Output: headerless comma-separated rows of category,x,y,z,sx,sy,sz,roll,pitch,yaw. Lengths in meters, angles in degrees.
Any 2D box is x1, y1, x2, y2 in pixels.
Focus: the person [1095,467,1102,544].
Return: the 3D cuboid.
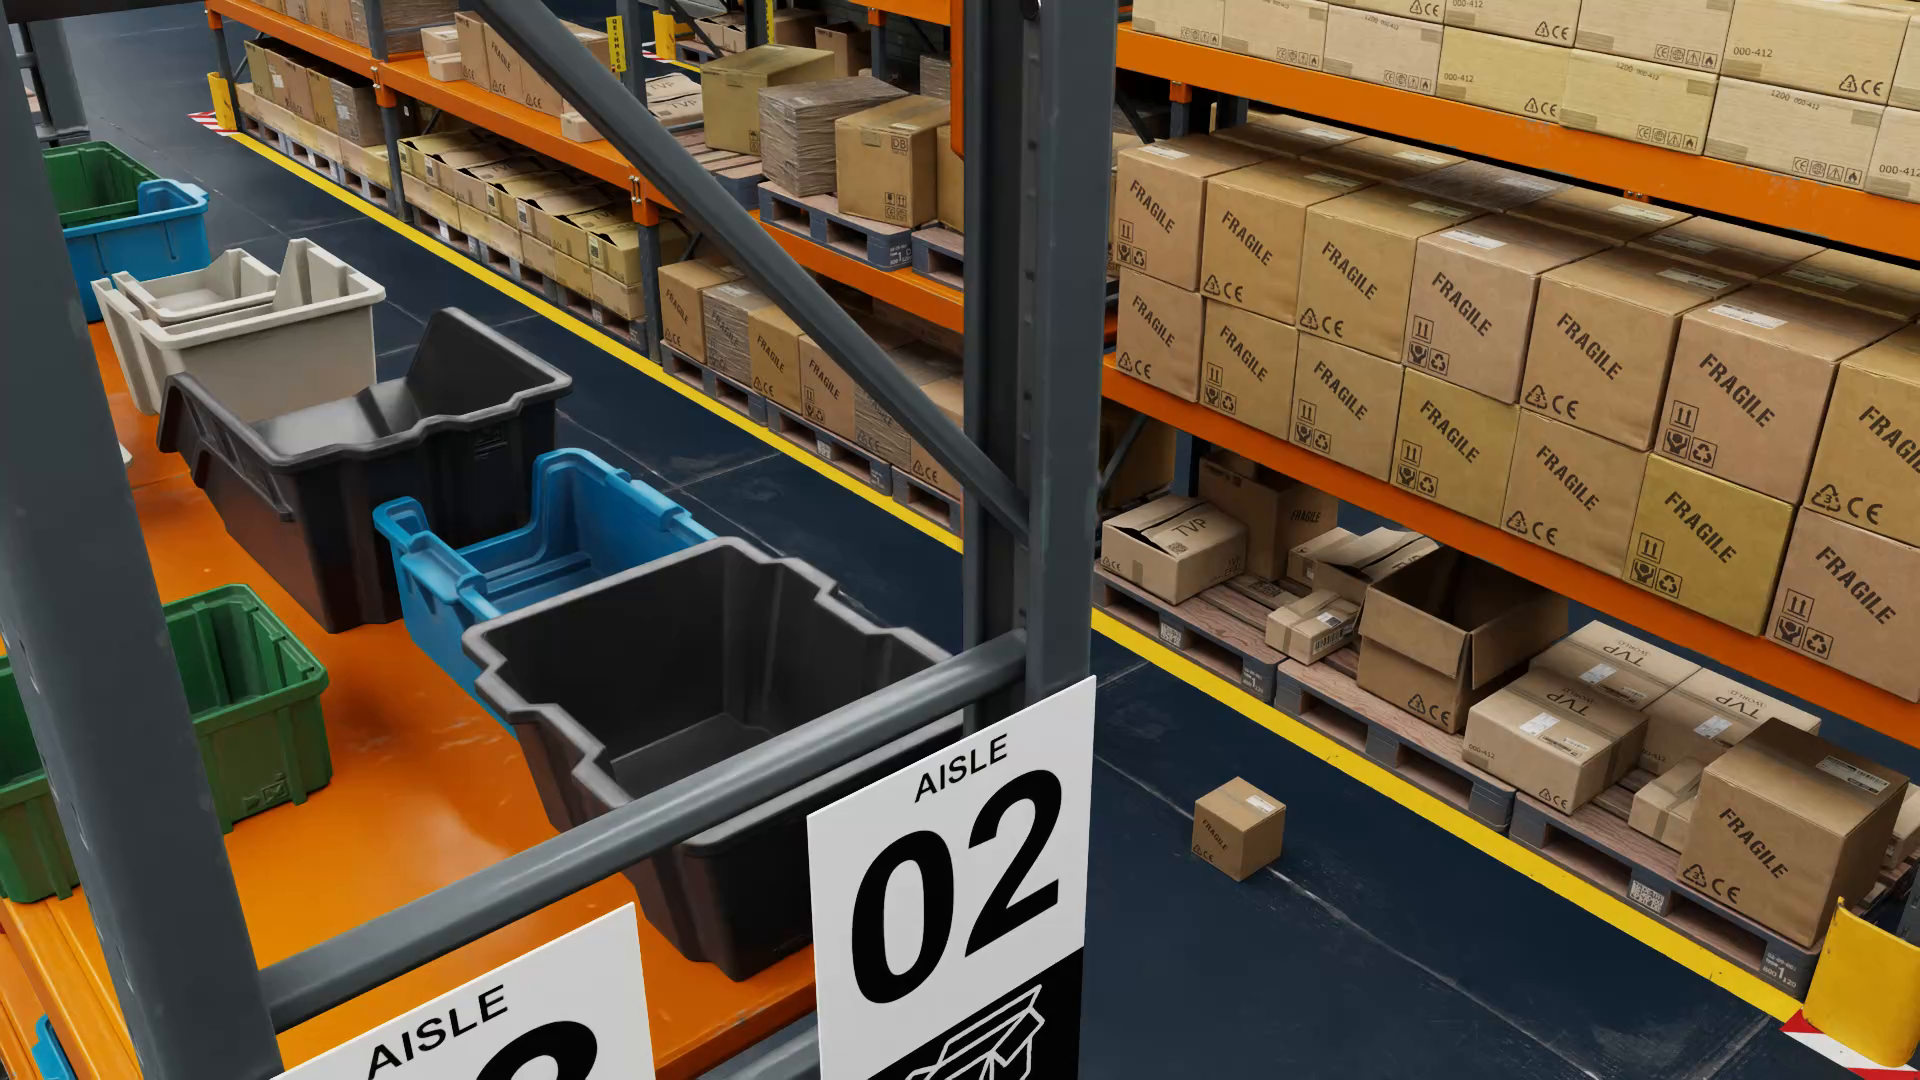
person,0.267,0.066,6.996,0.650,1.641,0.504,-17,33,-29
